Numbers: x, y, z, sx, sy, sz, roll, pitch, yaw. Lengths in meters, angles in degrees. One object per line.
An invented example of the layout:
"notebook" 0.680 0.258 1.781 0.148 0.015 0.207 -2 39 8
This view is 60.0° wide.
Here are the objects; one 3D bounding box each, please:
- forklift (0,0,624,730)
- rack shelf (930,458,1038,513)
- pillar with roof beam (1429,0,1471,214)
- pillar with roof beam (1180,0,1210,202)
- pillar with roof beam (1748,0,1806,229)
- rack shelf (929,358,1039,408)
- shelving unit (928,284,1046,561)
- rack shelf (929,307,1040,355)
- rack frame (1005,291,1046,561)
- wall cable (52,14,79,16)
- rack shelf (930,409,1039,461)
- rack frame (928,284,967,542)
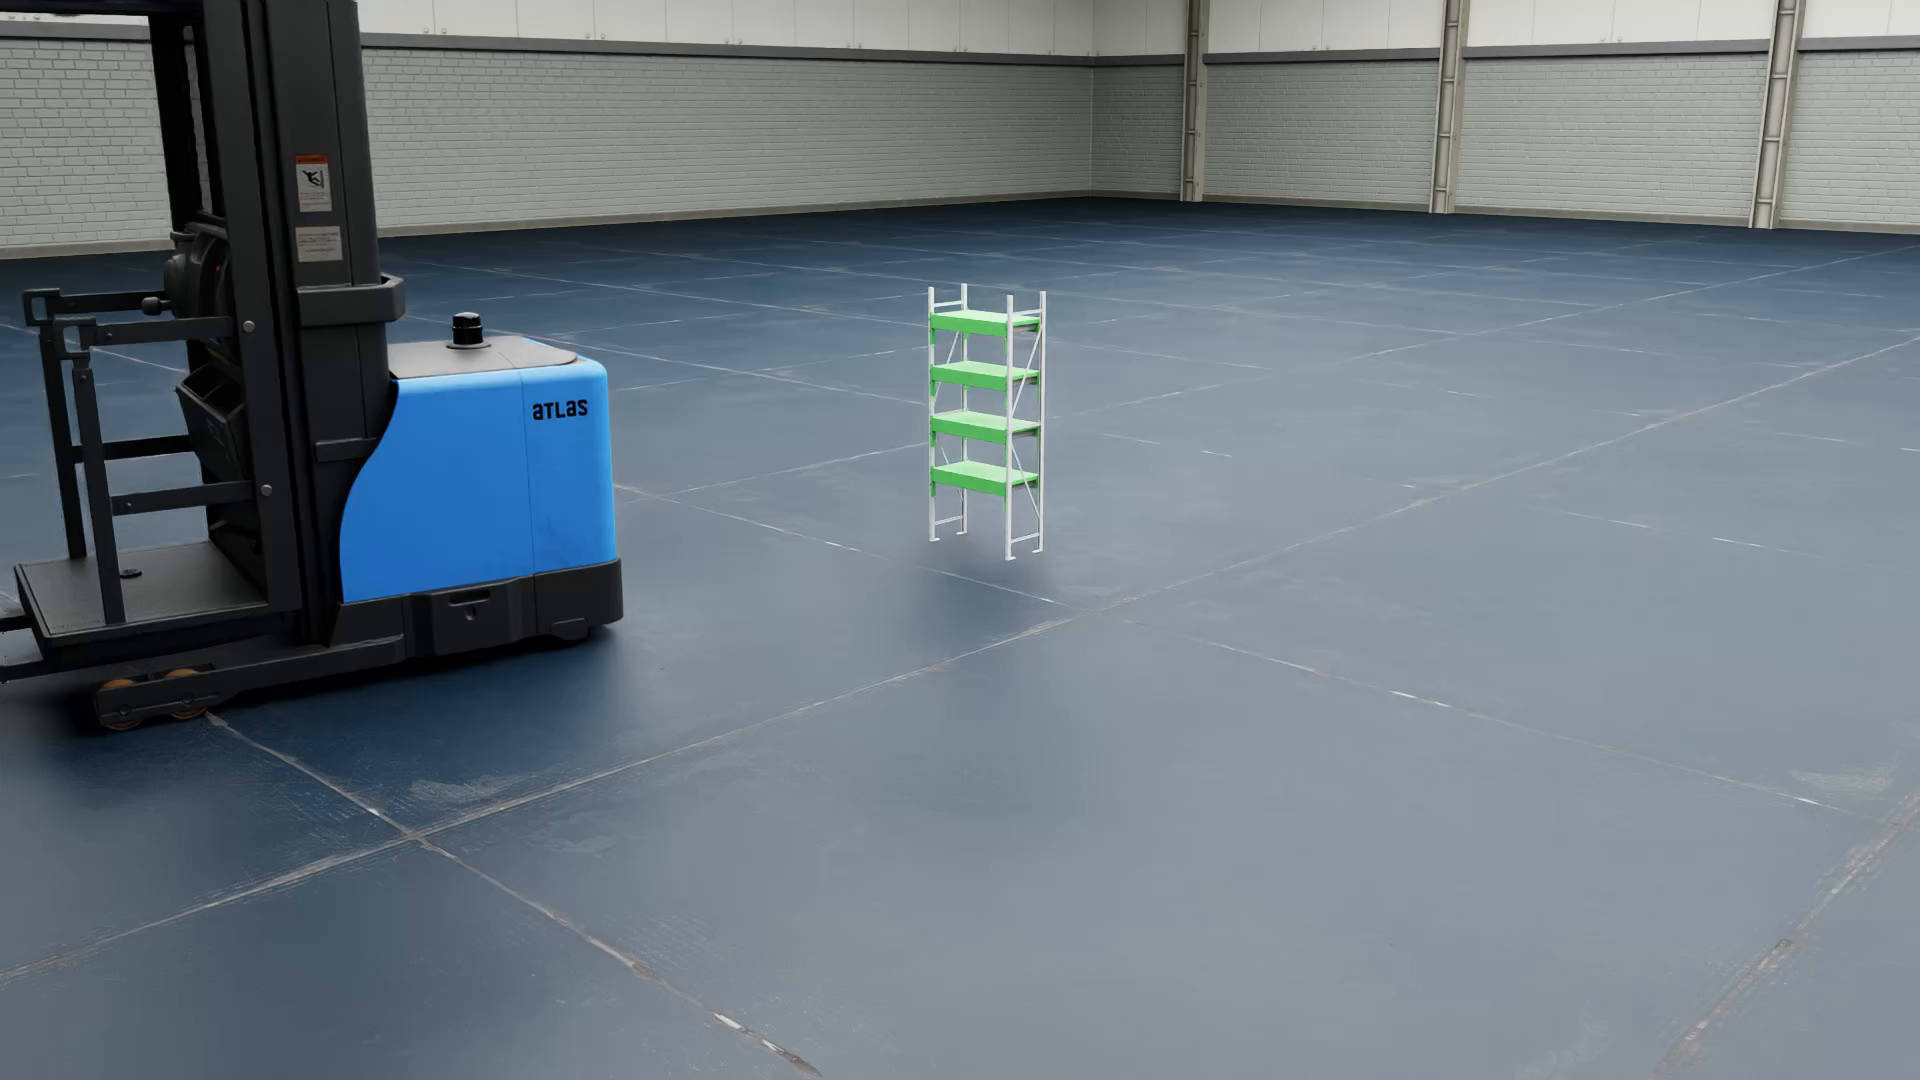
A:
"forklift" -2.825 -0.939 5.722 3.031 2.935 1.130 -9 17 -32
"rack shelf" 0.119 -0.258 7.746 0.480 0.148 0.258 14 20 42
"pillar with roof beam" 6.400 -9.949 28.267 0.400 9.000 9.100 14 20 42
"pillar with roof beam" 2.080 -10.999 32.297 0.400 9.000 9.100 14 20 42
"pillar with roof beam" 10.719 -8.899 24.237 0.400 9.000 9.100 14 20 42
"rack shelf" 0.119 -0.722 7.625 0.480 0.148 0.258 14 20 42
"shelving unit" 0.119 -0.552 7.670 0.503 1.200 0.258 14 20 42
"rack shelf" 0.119 -0.954 7.565 0.480 0.148 0.258 14 20 42
"rack frame" 0.295 -0.509 7.506 0.015 1.200 0.240 14 20 42
"wall cable" -11.398 -10.184 22.427 0.169 6.003 2.305 14 20 42
"rack shelf" 0.119 -0.490 7.686 0.480 0.148 0.258 14 20 42
"rack frame" -0.056 -0.594 7.833 0.015 1.200 0.240 14 20 42
